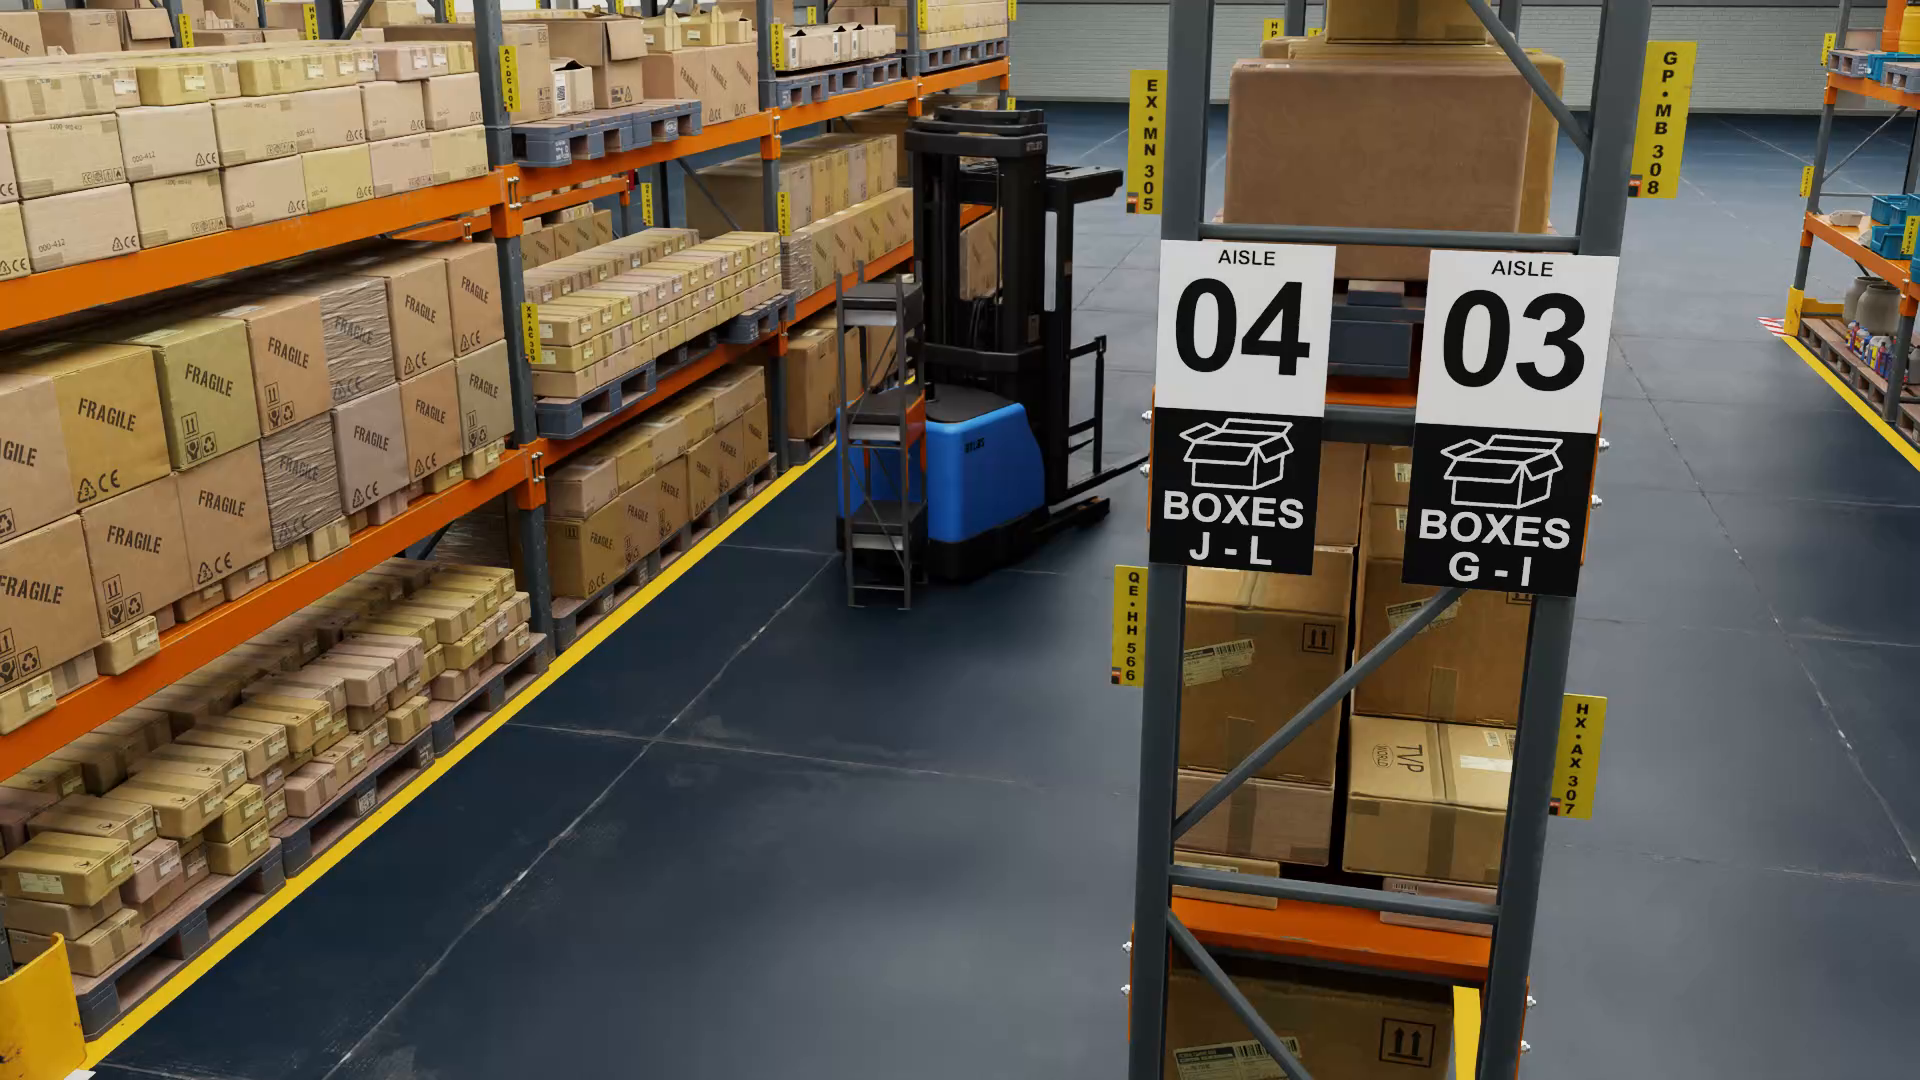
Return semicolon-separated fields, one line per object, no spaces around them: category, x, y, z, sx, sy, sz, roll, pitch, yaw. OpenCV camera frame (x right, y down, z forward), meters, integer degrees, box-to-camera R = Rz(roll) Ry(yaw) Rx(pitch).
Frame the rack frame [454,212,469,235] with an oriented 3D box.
rack frame;-5.715;-3.615;17.630;1.000;3.000;0.127;5;19;13

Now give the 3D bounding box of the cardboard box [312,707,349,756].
cardboard box;-3.107;0.871;7.796;0.380;0.149;0.250;6;20;16

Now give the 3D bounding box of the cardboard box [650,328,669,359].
cardboard box;-2.052;-1.239;10.413;0.380;0.149;0.250;4;19;11

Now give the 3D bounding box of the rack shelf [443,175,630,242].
rack shelf;-5.226;-3.901;19.582;1.077;0.370;4.000;5;19;13

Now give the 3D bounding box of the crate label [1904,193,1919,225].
crate label;9.487;-3.113;16.107;0.502;0.435;0.616;5;19;13

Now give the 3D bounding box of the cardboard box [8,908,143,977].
cardboard box;-3.384;1.517;6.366;0.380;0.149;0.250;5;20;14

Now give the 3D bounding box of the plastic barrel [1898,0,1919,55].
plastic barrel;9.519;-5.035;16.205;0.600;0.588;0.600;0;19;0

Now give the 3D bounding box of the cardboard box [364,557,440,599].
cardboard box;-3.130;0.212;9.266;0.380;0.149;0.250;5;20;16

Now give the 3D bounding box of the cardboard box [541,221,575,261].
cardboard box;-4.935;-3.528;19.819;0.500;0.500;0.500;4;19;12

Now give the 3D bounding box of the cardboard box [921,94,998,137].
cardboard box;-0.041;-4.978;19.719;0.875;0.550;0.550;5;19;13

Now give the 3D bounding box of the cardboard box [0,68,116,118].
cardboard box;-3.245;-1.586;5.890;0.380;0.149;0.250;5;19;14

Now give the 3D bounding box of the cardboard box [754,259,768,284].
cardboard box;-1.610;-1.948;12.028;0.380;0.149;0.250;5;20;15

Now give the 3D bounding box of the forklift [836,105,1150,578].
forklift;0.432;-1.557;11.711;1.130;2.935;3.031;13;23;34

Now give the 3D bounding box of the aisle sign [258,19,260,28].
aisle sign;-9.251;-6.487;22.017;0.394;0.787;0.004;5;19;13

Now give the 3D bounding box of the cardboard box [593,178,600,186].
cardboard box;-4.659;-4.449;20.460;0.380;0.149;0.250;4;19;12

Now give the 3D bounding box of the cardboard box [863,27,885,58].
cardboard box;-0.979;-4.446;14.850;0.500;0.250;0.500;4;19;13

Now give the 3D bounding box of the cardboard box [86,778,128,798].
cardboard box;-3.679;1.088;7.162;0.380;0.149;0.250;4;19;13

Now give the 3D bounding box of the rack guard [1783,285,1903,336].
rack guard;9.702;-2.484;18.188;1.175;0.500;0.348;5;19;13

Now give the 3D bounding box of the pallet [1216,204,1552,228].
pallet;1.430;-1.065;5.663;1.003;0.211;1.213;5;19;13

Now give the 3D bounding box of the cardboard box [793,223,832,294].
cardboard box;-1.375;-2.328;13.708;0.500;0.500;0.500;4;19;13

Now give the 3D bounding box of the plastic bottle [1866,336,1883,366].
plastic bottle;8.745;-1.797;15.841;0.152;0.276;0.135;5;19;14

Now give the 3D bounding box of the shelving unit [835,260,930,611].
shelving unit;-0.468;-0.640;10.302;0.431;2.100;0.503;3;19;12

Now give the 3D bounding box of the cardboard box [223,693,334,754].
cardboard box;-3.062;0.823;7.478;0.380;0.149;0.250;5;19;14

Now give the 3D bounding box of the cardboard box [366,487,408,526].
cardboard box;-2.892;-0.186;7.981;0.380;0.149;0.250;4;19;11

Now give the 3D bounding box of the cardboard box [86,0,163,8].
cardboard box;-9.951;-6.322;19.952;0.797;0.503;0.637;5;20;15

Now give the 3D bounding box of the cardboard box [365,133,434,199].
cardboard box;-2.836;-1.766;7.808;0.500;0.250;0.500;5;19;13

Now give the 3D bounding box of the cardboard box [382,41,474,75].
cardboard box;-2.656;-2.402;8.281;0.380;0.149;0.250;4;19;11

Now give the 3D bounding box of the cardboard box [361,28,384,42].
cardboard box;-5.846;-4.809;16.069;0.500;0.250;0.500;5;19;14

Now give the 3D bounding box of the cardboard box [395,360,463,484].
cardboard box;-2.817;-0.600;8.187;0.500;0.500;0.500;4;19;12

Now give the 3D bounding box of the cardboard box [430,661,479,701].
cardboard box;-2.757;0.715;8.715;0.380;0.149;0.250;4;19;12

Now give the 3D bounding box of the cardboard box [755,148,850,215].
cardboard box;-1.378;-3.142;14.544;0.700;0.500;0.500;4;19;13

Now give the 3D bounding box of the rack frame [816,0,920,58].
rack frame;-0.890;-6.095;15.609;1.000;3.000;0.127;5;19;13

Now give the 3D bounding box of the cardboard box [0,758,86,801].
cardboard box;-3.881;1.023;6.892;0.380;0.149;0.250;4;19;12

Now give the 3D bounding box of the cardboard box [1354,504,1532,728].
cardboard box;1.464;0.218;5.019;0.500;0.500;0.500;4;19;12

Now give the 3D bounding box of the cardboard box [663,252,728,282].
cardboard box;-1.797;-1.854;11.292;0.380;0.149;0.250;5;19;13

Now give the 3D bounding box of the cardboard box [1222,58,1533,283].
cardboard box;1.038;-0.951;4.232;0.700;0.500;0.500;3;19;10

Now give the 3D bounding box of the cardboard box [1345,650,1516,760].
cardboard box;1.462;0.567;5.160;0.500;0.250;0.500;4;19;13

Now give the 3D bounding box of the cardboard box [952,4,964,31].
cardboard box;-0.255;-5.438;17.296;0.500;0.250;0.500;4;19;13

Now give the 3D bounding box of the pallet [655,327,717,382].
pallet;-2.312;-1.287;11.113;1.003;0.211;1.213;5;19;13

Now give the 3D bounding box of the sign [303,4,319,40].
sign;-3.384;-2.641;8.730;0.100;0.325;0.005;5;19;13

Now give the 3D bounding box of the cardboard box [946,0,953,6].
cardboard box;-0.287;-5.506;16.876;0.380;0.149;0.250;4;19;12

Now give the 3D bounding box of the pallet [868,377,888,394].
pallet;-1.302;-1.305;15.181;1.003;0.211;1.213;5;19;13

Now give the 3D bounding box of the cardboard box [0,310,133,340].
cardboard box;-3.710;-0.641;6.762;0.500;0.500;0.500;6;20;16

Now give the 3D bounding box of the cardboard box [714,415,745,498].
cardboard box;-1.905;-0.628;12.104;0.500;0.500;0.500;5;20;16

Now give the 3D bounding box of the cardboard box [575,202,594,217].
cardboard box;-4.705;-4.036;20.303;0.380;0.149;0.250;5;20;15

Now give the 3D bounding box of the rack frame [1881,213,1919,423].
rack frame;8.698;-2.441;14.194;1.000;3.000;0.127;5;19;13

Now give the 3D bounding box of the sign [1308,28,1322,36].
sign;2.392;-3.286;11.227;0.100;0.325;0.005;5;19;13

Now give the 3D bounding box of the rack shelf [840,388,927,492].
rack shelf;-0.467;-0.627;10.306;0.431;0.518;0.480;3;19;12

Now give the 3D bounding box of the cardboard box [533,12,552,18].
cardboard box;-4.876;-5.934;18.934;0.380;0.149;0.250;5;20;15

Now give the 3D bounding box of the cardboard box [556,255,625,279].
cardboard box;-2.488;-1.822;11.199;0.380;0.149;0.250;5;20;15

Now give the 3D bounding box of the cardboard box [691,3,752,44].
cardboard box;-1.715;-3.684;11.852;0.396;0.266;0.258;5;19;13

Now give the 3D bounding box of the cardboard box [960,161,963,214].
cardboard box;-0.453;-3.777;17.874;0.875;0.550;0.550;5;19;13

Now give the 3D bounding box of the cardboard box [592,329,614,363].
cardboard box;-2.241;-1.137;9.655;0.380;0.149;0.250;4;19;12

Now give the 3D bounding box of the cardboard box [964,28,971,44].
cardboard box;-0.100;-5.366;17.701;0.380;0.149;0.250;5;19;14
